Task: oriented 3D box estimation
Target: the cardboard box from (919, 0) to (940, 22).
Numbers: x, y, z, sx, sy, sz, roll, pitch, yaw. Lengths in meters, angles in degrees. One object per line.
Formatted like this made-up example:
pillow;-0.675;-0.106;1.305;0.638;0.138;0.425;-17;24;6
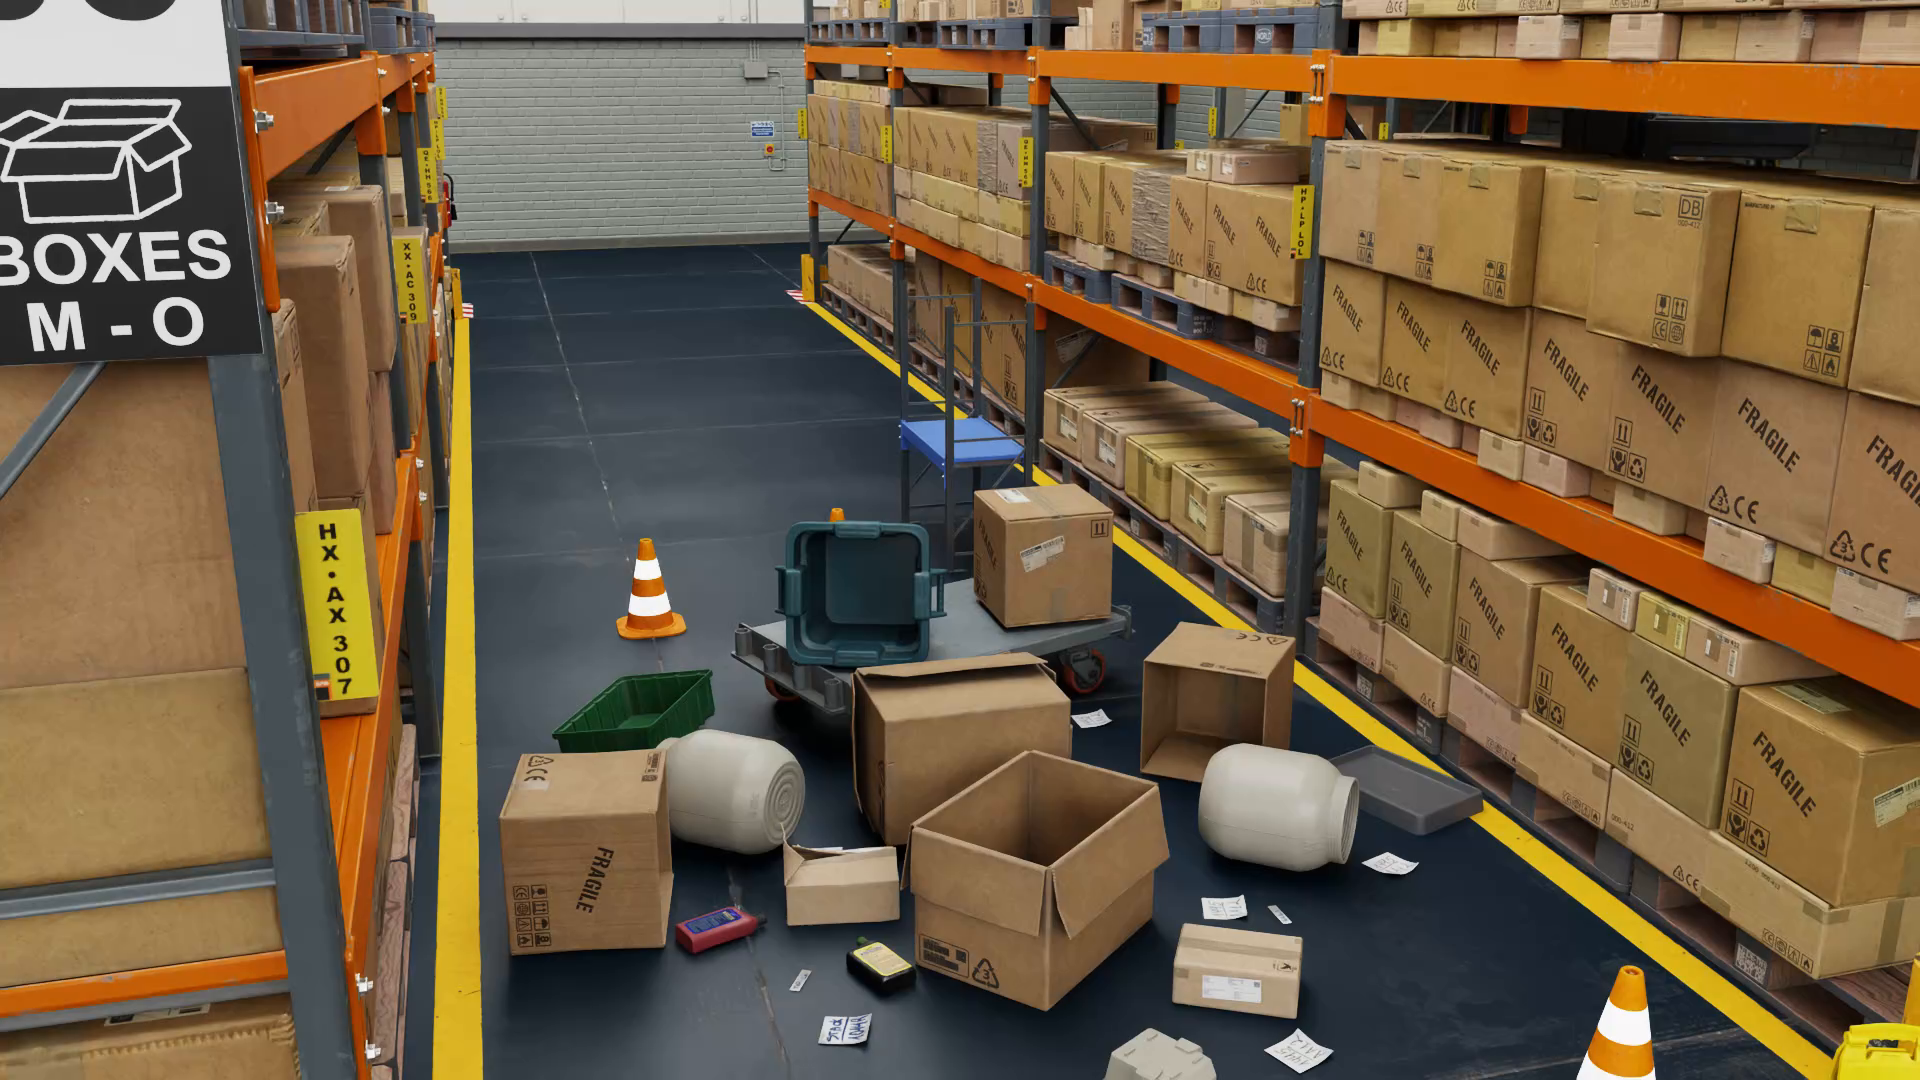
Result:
cardboard box;-0.113;-4.283;13.459;0.380;0.166;0.250;-6;18;-19

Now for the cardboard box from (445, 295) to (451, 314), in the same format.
cardboard box;-5.081;-2.245;15.919;0.380;0.149;0.250;-5;17;-15

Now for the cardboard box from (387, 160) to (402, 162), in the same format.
cardboard box;-4.483;-2.911;13.103;0.380;0.149;0.250;-5;17;-17

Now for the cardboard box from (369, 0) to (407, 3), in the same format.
cardboard box;-3.181;-2.987;8.718;0.500;0.311;0.500;-5;17;-15

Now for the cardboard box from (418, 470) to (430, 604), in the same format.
cardboard box;-3.176;-0.058;8.112;1.050;0.750;0.750;-5;17;-15

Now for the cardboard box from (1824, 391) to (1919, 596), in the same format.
cardboard box;2.760;-0.134;4.494;0.500;0.500;0.500;-5;17;-16

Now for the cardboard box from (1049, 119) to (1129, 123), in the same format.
cardboard box;0.929;-2.847;12.305;0.500;0.500;0.500;-5;17;-15

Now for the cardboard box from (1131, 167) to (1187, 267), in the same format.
cardboard box;1.309;-1.848;9.470;0.500;0.500;0.500;-5;18;-17

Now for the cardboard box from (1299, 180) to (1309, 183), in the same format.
cardboard box;2.083;-1.604;8.658;0.500;0.500;0.500;-5;17;-15

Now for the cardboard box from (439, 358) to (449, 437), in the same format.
cardboard box;-3.847;-0.968;11.575;0.500;0.500;0.500;-4;17;-15

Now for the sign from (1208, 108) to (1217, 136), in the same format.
sign;3.026;-5.006;19.900;0.100;0.325;0.005;-5;17;-15

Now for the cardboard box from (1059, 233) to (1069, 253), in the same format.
cardboard box;0.886;-2.005;11.118;0.380;0.149;0.250;-6;18;-18

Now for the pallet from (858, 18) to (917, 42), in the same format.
pallet;-0.339;-4.756;15.512;1.003;0.211;1.213;-5;17;-15

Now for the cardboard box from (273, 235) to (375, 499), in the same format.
cardboard box;-1.886;-0.401;3.937;0.875;0.550;0.550;-5;17;-15

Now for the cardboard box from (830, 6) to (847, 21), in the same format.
cardboard box;-1.146;-5.487;17.325;0.380;0.149;0.250;-4;17;-13

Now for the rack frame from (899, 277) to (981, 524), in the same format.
rack frame;-0.116;-0.835;10.126;0.500;1.500;0.032;-5;17;-15

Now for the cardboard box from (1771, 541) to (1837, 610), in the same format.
cardboard box;2.639;0.084;4.894;0.380;0.149;0.250;-5;17;-16

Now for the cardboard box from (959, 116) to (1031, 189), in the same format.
cardboard box;0.302;-2.957;12.669;0.500;0.500;0.500;-5;17;-15

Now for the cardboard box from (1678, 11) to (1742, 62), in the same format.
cardboard box;2.482;-1.565;5.170;0.380;0.149;0.250;-5;17;-17

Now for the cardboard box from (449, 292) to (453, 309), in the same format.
cardboard box;-5.442;-2.466;17.171;0.380;0.149;0.250;-4;17;-14

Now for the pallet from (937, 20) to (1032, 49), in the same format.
pallet;0.437;-3.858;12.694;1.003;0.211;1.213;-4;17;-13

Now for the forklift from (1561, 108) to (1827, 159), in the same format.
forklift;3.867;-1.184;8.798;3.031;2.935;1.130;7;18;22

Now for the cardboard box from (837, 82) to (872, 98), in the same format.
cardboard box;-1.050;-4.599;17.008;0.380;0.149;0.250;-5;17;-15

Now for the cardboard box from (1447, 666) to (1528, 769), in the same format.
cardboard box;2.283;0.672;6.552;0.500;0.250;0.500;-5;17;-16

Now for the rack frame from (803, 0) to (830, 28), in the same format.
rack frame;-1.223;-7.114;17.995;1.000;3.000;0.127;-5;17;-15

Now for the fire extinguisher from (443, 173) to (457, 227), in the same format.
fire extinguisher;-5.581;-3.713;17.880;0.296;0.674;0.183;-5;17;-15

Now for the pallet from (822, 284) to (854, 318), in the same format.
pallet;-0.928;-2.691;18.543;1.003;0.211;1.213;-5;17;-15

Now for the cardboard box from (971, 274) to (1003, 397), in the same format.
cardboard box;0.624;-1.657;13.216;0.875;0.875;0.875;-4;17;-15

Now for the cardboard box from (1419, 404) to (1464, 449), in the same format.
cardboard box;2.109;-0.481;6.777;0.380;0.149;0.250;-4;17;-14

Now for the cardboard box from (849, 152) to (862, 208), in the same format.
cardboard box;-0.796;-3.571;16.451;0.500;0.500;0.500;-5;17;-16

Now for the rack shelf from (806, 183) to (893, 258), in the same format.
rack shelf;-0.674;-3.344;17.119;1.077;0.370;4.000;-5;17;-15

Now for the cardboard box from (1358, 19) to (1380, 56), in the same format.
cardboard box;1.923;-2.132;7.057;0.380;0.149;0.250;-5;17;-16

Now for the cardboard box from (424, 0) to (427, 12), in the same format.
cardboard box;-5.304;-5.036;15.680;0.500;0.250;0.500;-4;17;-14

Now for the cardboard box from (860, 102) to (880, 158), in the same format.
cardboard box;-0.651;-3.911;15.847;0.500;0.500;0.500;-5;17;-16

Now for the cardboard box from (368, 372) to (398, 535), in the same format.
cardboard box;-2.372;-0.323;5.553;0.875;0.550;0.550;-5;17;-15

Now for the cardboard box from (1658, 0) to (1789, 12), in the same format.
cardboard box;2.490;-1.725;5.012;0.500;0.250;0.500;-4;17;-14

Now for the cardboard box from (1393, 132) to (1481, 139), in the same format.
cardboard box;4.565;-3.626;15.905;0.700;0.500;0.500;-4;17;-14

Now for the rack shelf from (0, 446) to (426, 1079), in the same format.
rack shelf;-2.108;0.395;4.673;1.077;0.370;4.000;-5;17;-15

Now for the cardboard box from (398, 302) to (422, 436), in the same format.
cardboard box;-2.543;-0.717;6.952;0.500;0.500;0.500;-4;17;-15

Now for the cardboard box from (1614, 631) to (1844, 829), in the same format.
cardboard box;2.556;0.596;5.500;0.500;0.500;0.500;-4;17;-13

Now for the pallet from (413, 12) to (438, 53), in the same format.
pallet;-3.529;-2.781;9.112;1.213;0.211;1.003;-4;17;-13

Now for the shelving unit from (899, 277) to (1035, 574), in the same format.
shelving unit;0.023;-0.695;9.658;0.538;1.500;1.048;-5;17;-15

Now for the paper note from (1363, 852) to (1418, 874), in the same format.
paper note;1.558;1.168;6.012;0.142;0.019;0.148;-12;20;-34

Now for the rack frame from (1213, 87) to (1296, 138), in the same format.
rack frame;3.548;-4.635;20.168;1.000;3.000;0.127;-5;17;-15

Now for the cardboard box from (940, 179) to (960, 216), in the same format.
cardboard box;0.150;-2.735;13.235;0.500;0.250;0.500;-5;17;-17

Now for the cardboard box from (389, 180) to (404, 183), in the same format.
cardboard box;-3.909;-2.334;11.179;0.380;0.149;0.250;-5;18;-18

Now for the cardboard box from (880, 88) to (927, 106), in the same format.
cardboard box;-0.515;-4.032;15.122;0.380;0.149;0.250;-5;17;-16

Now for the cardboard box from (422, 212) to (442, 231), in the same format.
cardboard box;-4.619;-2.699;14.161;0.380;0.149;0.250;-4;17;-13

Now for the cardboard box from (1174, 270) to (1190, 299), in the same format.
cardboard box;1.401;-1.407;9.128;0.380;0.149;0.250;-5;17;-15

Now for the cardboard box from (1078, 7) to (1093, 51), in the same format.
cardboard box;0.968;-3.229;10.509;0.396;0.266;0.258;-5;17;-15

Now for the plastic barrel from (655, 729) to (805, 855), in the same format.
plastic barrel;-0.871;0.924;6.141;0.512;0.421;0.421;7;18;23

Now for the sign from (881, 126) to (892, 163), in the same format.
sign;-0.657;-3.543;14.891;0.100;0.325;0.005;-5;17;-15

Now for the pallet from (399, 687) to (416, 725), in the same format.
pallet;-2.942;0.625;7.503;1.003;0.211;1.213;-5;17;-15

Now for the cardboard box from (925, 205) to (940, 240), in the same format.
cardboard box;0.012;-2.634;13.769;0.500;0.250;0.500;-5;17;-16

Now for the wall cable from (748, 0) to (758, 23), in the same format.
wall cable;-3.058;-8.666;23.158;0.463;3.000;0.029;-5;17;-15

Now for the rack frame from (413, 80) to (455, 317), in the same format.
rack frame;-5.955;-3.822;17.462;1.000;3.000;0.127;-5;17;-15

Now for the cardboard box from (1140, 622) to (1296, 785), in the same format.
cardboard box;1.061;0.678;6.822;0.500;0.500;0.500;7;18;23
